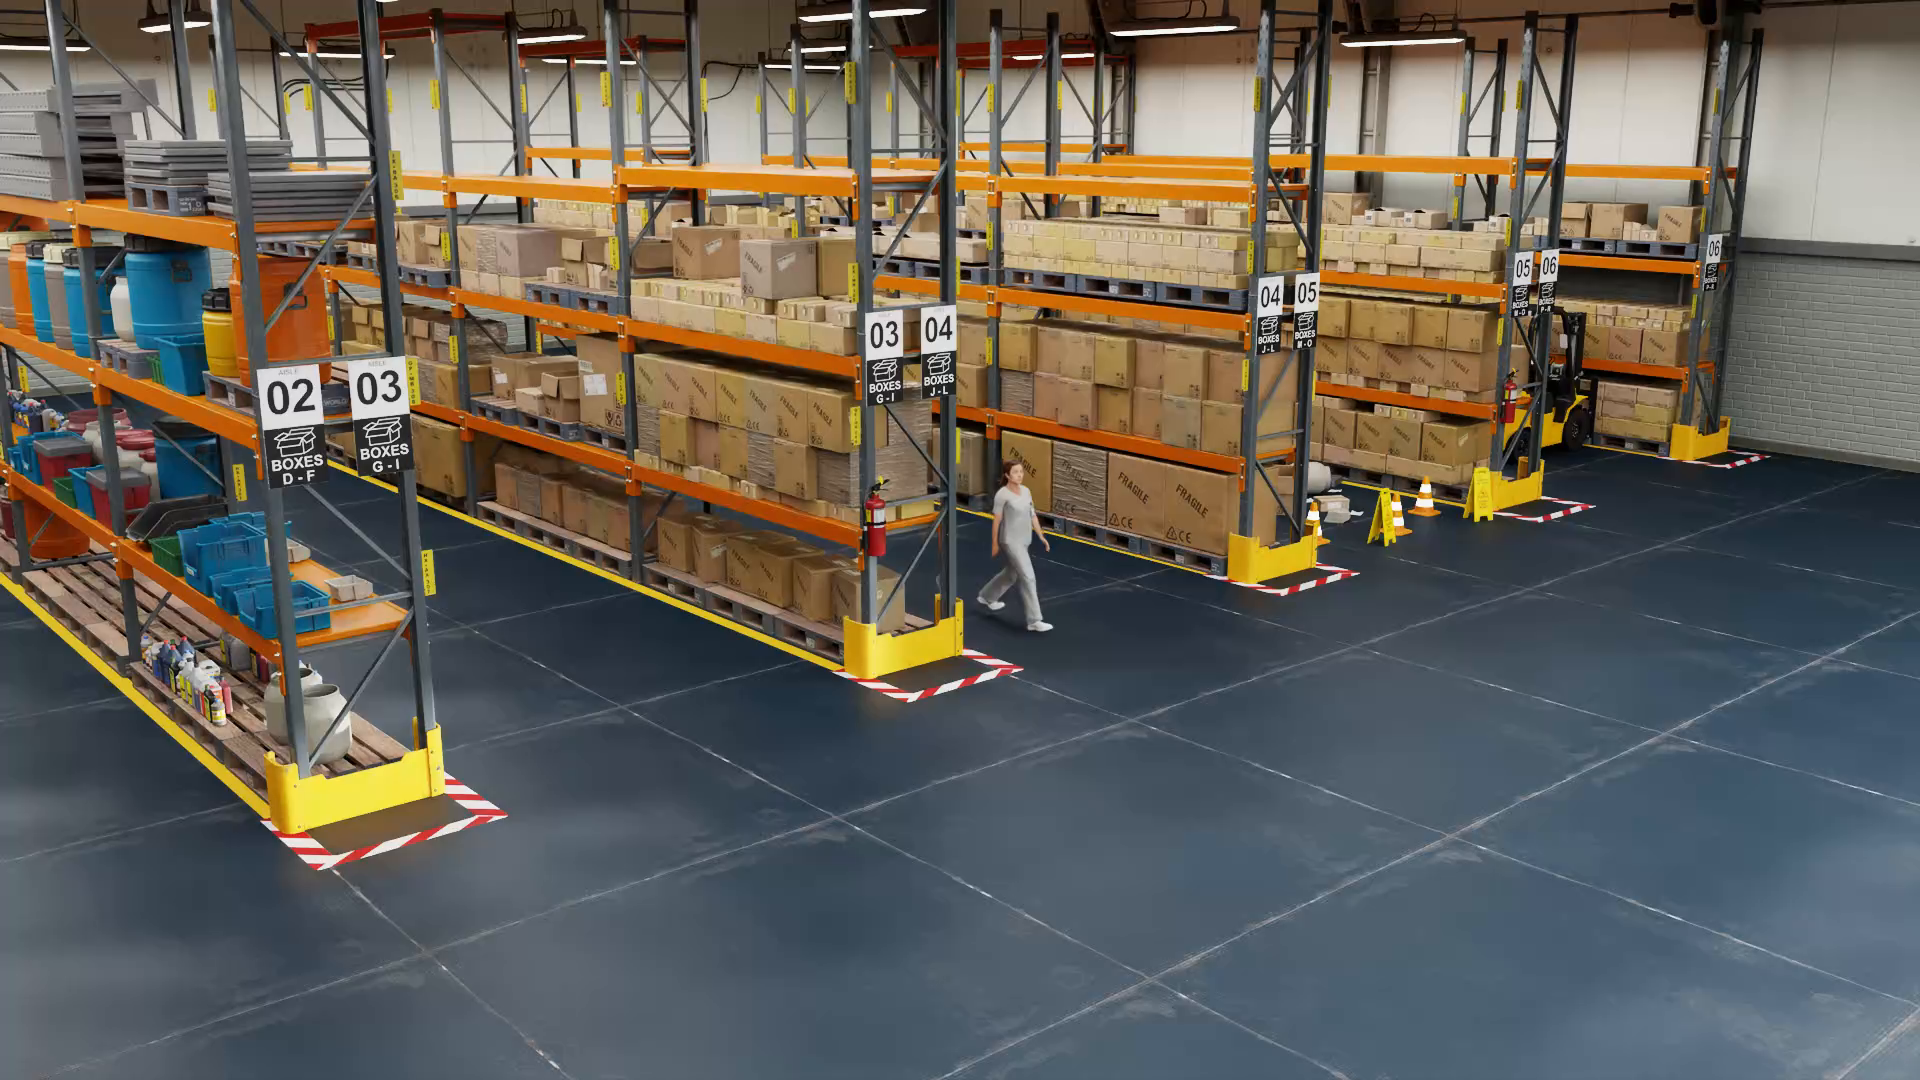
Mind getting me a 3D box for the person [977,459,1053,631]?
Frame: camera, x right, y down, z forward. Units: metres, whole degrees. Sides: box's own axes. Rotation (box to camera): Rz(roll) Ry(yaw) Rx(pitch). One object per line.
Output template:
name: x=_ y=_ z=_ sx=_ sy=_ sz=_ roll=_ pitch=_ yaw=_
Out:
person: x=0.538 y=0.014 z=15.973 sx=1.051 sy=1.609 sz=0.450 roll=12 pitch=18 yaw=39
